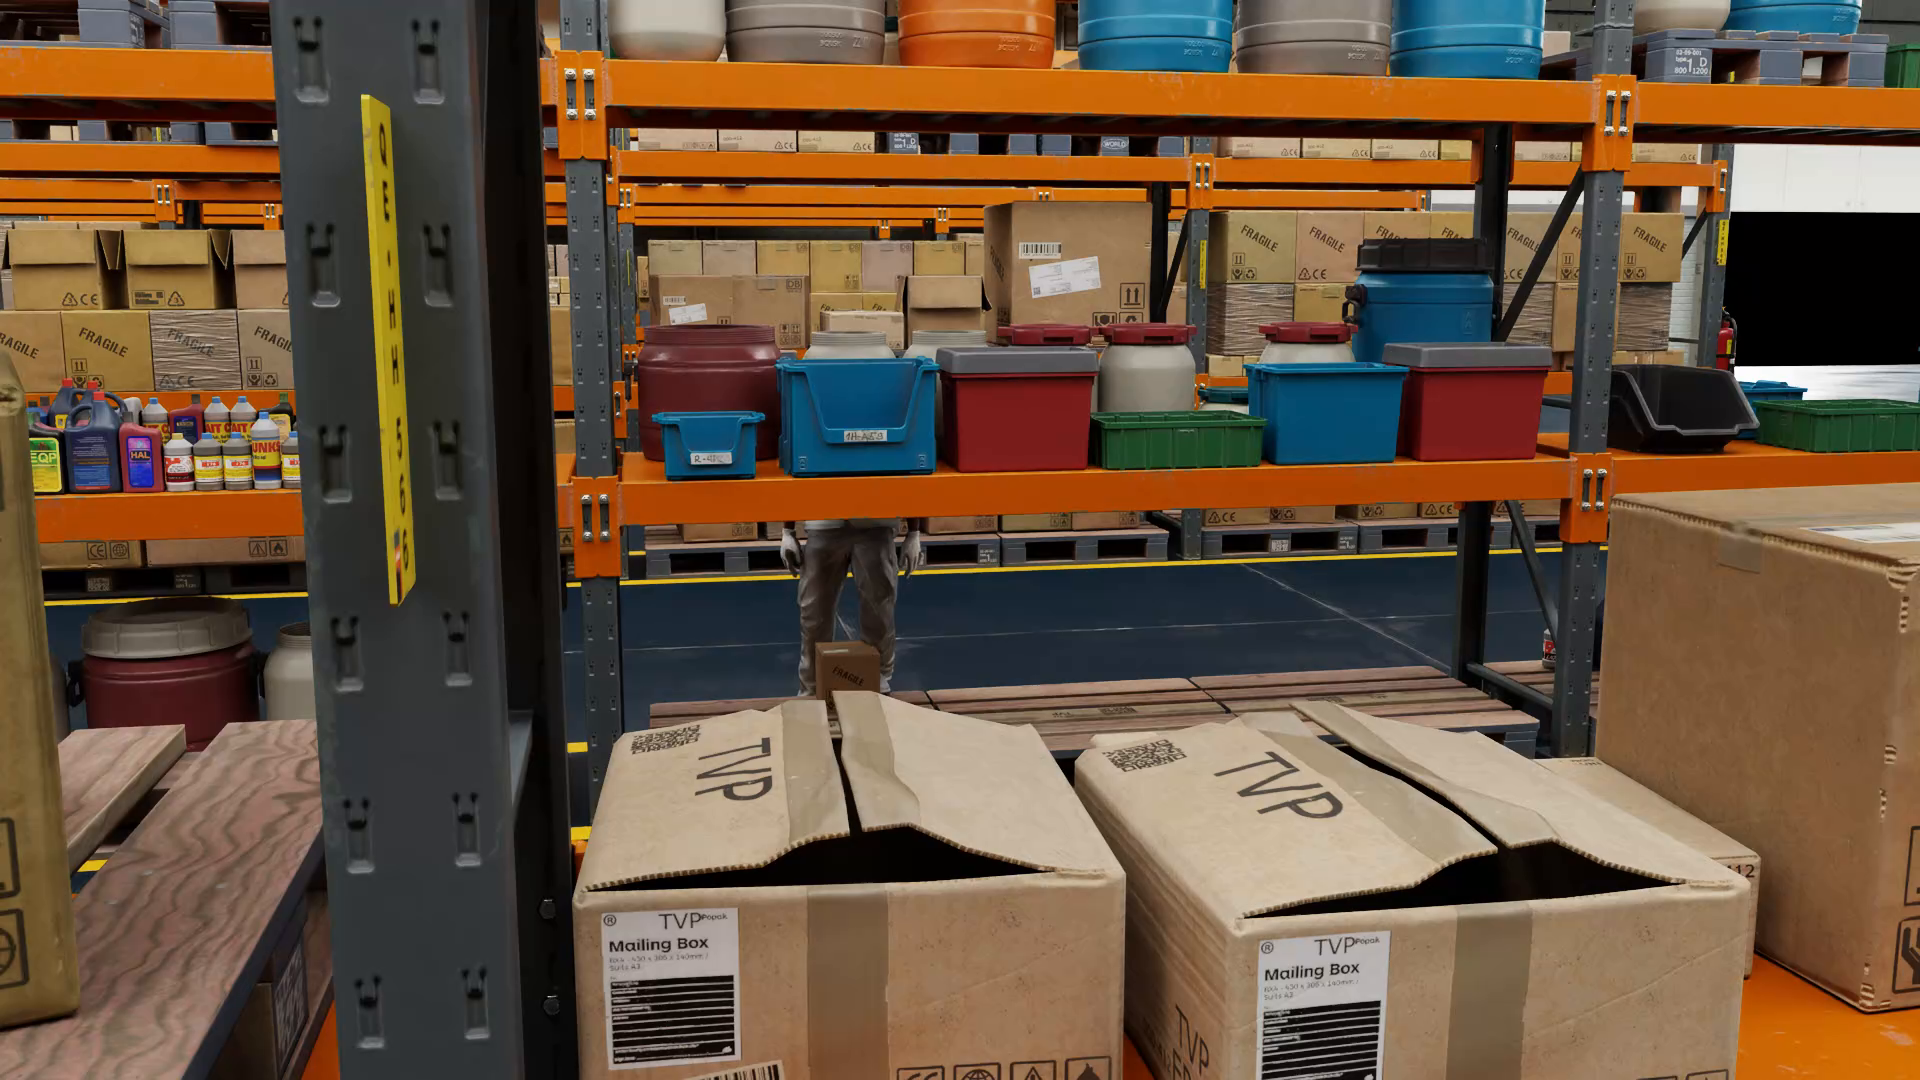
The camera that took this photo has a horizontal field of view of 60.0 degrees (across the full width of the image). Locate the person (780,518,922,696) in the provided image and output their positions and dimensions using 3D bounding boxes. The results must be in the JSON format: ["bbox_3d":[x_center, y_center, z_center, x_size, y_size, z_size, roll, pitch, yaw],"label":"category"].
[{"bbox_3d":[-0.486,0.021,7.298,0.628,1.750,0.541,0,10,2],"label":"person"}]
